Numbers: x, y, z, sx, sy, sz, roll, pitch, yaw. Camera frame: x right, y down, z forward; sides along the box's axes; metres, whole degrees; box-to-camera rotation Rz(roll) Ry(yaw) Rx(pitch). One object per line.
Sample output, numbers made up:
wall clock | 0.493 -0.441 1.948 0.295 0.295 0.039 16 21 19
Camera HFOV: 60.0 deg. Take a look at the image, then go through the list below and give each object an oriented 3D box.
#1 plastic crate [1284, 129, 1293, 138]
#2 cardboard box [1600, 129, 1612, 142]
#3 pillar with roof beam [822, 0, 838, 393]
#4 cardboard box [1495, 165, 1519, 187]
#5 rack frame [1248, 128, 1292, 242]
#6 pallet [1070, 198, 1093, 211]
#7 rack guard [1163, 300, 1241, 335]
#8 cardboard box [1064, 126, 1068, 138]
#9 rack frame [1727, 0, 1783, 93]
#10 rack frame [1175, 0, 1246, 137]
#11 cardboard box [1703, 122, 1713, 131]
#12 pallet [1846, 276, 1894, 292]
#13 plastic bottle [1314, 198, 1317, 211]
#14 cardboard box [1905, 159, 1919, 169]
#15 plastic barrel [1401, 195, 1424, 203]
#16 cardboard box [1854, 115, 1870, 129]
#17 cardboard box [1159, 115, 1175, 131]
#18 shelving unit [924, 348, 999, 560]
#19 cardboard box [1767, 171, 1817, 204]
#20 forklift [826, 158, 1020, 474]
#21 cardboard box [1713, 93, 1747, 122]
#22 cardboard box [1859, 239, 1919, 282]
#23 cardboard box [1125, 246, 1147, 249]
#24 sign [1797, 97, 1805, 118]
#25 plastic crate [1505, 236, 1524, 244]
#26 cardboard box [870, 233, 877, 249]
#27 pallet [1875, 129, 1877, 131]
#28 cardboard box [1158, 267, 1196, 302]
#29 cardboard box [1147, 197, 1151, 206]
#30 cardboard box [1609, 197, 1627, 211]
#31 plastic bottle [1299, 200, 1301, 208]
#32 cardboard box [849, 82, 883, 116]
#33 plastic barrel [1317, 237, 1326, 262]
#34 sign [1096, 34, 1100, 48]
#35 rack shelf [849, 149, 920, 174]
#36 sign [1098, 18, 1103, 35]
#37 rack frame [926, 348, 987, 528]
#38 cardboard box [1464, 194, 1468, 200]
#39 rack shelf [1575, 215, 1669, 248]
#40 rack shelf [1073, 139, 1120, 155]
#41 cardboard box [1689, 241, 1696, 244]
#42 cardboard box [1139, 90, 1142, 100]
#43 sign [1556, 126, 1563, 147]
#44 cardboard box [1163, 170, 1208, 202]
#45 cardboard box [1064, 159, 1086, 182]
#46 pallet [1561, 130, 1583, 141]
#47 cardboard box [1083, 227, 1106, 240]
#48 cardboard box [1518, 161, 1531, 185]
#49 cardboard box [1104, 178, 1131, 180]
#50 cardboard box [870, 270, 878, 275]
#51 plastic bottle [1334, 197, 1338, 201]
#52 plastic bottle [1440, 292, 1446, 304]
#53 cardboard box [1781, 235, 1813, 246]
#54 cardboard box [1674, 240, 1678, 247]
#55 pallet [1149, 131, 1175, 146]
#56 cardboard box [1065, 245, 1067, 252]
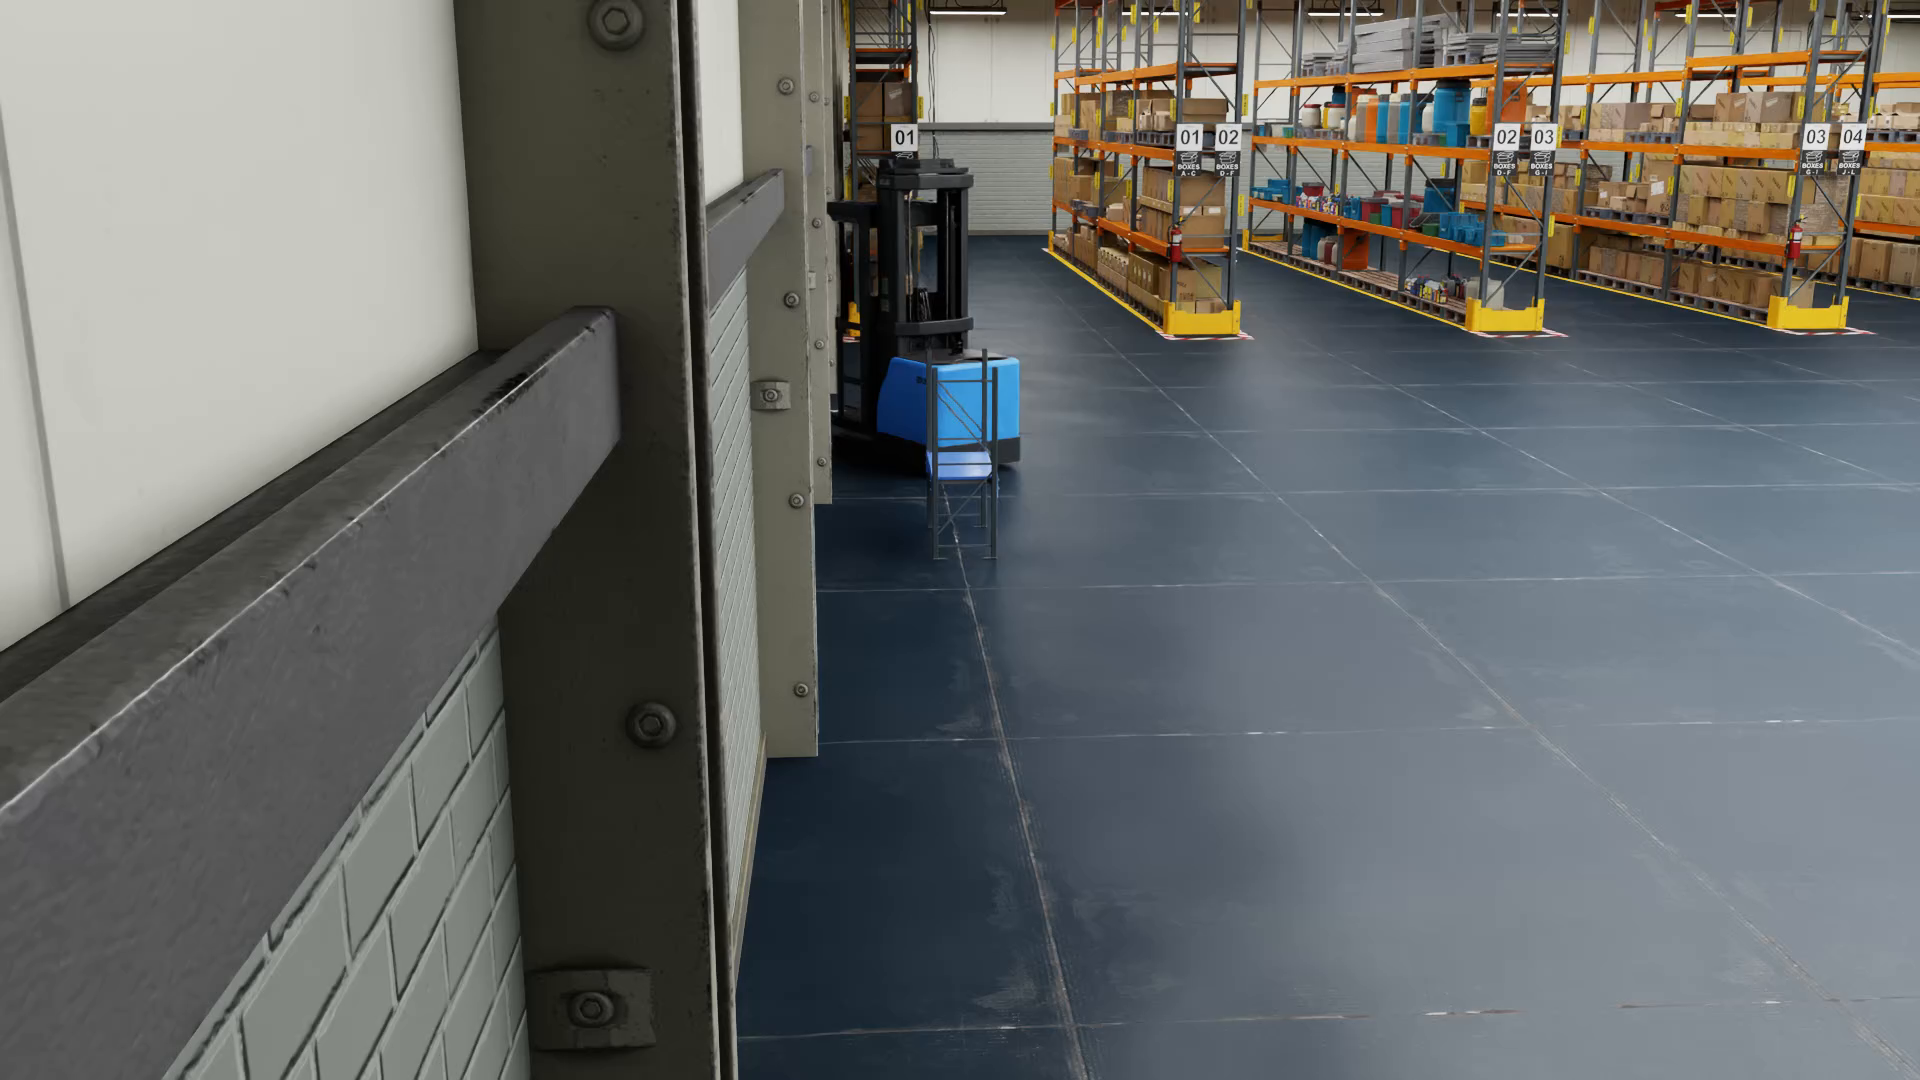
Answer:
plastic crate | 7.672 -9.235 37.803 0.450 0.188 0.662 -1 14 -3
cardboard box | 12.997 -7.997 32.869 0.500 0.250 0.500 -1 14 -2
pillar with roof beam | 2.617 -6.287 19.901 9.100 9.000 0.400 -1 14 -3
cardboard box | 12.648 -8.405 38.373 0.500 0.500 0.500 0 14 -2
rack frame | 7.752 -8.779 41.626 1.000 3.000 0.127 -1 14 -3
pallet | 2.996 -7.415 36.710 1.003 0.211 1.213 -1 14 -3
rack guard | 3.800 -3.507 26.155 1.175 0.500 0.348 -1 14 -3
cardboard box | 2.700 -9.454 38.531 0.500 0.250 0.500 -1 14 -3
rack frame | 17.900 -10.817 37.509 1.000 3.000 0.127 -1 14 -3
rack frame | 3.799 -7.629 25.119 1.000 3.000 0.127 -1 14 -3
cardboard box | 13.231 -7.225 29.068 0.380 0.149 0.250 -1 14 -3
pallet | 18.194 -5.067 32.794 1.003 0.211 1.213 -1 14 -3
plastic bottle | 7.706 -7.259 35.978 0.097 0.271 0.097 0 14 0
cardboard box | 22.529 -8.659 38.953 0.500 0.500 0.500 -1 14 -4
plastic barrel | 8.609 -6.284 31.656 0.433 0.535 0.433 0 14 0
cardboard box | 18.004 -8.241 32.773 0.500 0.250 0.500 0 14 -2
cardboard box | 3.464 -6.657 26.539 0.500 0.250 0.500 -1 14 -3
shelving unit | 0.005 -0.705 13.257 0.538 1.500 1.048 -1 14 -3
cardboard box | 13.406 -5.686 26.800 0.500 0.500 0.500 -1 14 -3
forklift | -0.663 -2.365 16.835 1.130 2.935 3.031 -10 17 -34
cardboard box | 13.721 -7.650 29.418 0.500 0.500 0.500 -1 14 -5
cardboard box | 18.211 -5.429 32.279 1.050 0.750 0.750 -1 14 -3
cardboard box | 3.582 -5.730 33.328 0.500 0.311 0.500 -1 14 -2
sign | 13.131 -6.754 25.959 0.100 0.325 0.005 -1 14 -3
plastic crate | 9.009 -4.899 27.077 0.298 0.136 0.250 -1 14 -3
cardboard box | -1.367 -4.697 26.022 0.500 0.250 0.500 -1 14 -3
pallet | 22.643 -10.233 41.438 1.003 0.211 1.213 -1 14 -3
cardboard box | 3.469 -4.088 26.564 0.500 0.500 0.500 -1 14 -3
cardboard box | 3.425 -5.820 28.623 0.380 0.149 0.250 -1 14 -4
cardboard box | 13.065 -6.576 32.522 0.500 0.250 0.500 -1 14 -5
plastic bottle | 7.630 -7.528 37.164 0.097 0.201 0.097 0 14 0
cardboard box | -1.433 -6.745 25.453 0.500 0.500 0.500 0 14 -1
plastic barrel | 8.006 -6.329 36.254 0.421 0.512 0.421 0 14 0
sign | 3.363 -12.141 40.462 0.100 0.325 0.005 -1 14 -3
rack shelf | -1.269 -6.248 27.215 1.077 0.370 4.000 -1 14 -3
sign | 2.762 -10.099 32.683 0.100 0.325 0.005 -1 14 -3
rack frame | -0.026 -0.832 13.748 0.500 1.500 0.032 -1 14 -3
cardboard box | 12.470 -8.320 40.348 0.380 0.149 0.250 -1 14 -4
rack shelf | 13.315 -6.020 32.346 1.077 0.370 4.000 -1 14 -3
rack shelf | 3.179 -8.315 35.248 1.077 0.370 4.000 -1 14 -3
cardboard box | 17.500 -7.085 39.326 0.380 0.149 0.250 -1 14 -5
cardboard box | 3.494 -7.961 30.380 0.500 0.500 0.500 1 14 2
sign | 9.292 -6.264 25.814 0.100 0.325 0.005 -1 14 -3
cardboard box | 3.709 -5.786 27.191 0.700 0.500 0.500 -1 14 -3
cardboard box | 2.700 -8.615 38.784 0.500 0.500 0.500 -1 14 -3
pallet | 13.098 -8.386 34.459 1.213 0.211 1.003 0 14 -1
cardboard box | 2.936 -6.576 35.695 0.500 0.250 0.500 -1 14 -4
cardboard box | 12.991 -8.236 37.302 0.797 0.503 0.637 -1 14 -5
cardboard box | 3.286 -7.351 35.032 0.700 0.500 0.500 2 15 7
cardboard box | -1.289 -4.386 28.688 0.500 0.500 0.500 -2 15 -8
plastic bottle | 8.277 -7.406 36.548 0.097 0.271 0.097 0 14 0
plastic bottle | 8.192 -4.107 28.203 0.097 0.201 0.097 0 14 0
cardboard box | 13.463 -4.822 26.752 0.380 0.149 0.250 -1 14 -3
cardboard box | 17.474 -7.209 40.405 0.380 0.149 0.250 -1 14 -3
pallet | 3.702 -6.614 27.371 1.003 0.211 1.213 -1 14 -3
cardboard box | 2.654 -6.770 38.659 0.380 0.149 0.250 -1 14 -3
